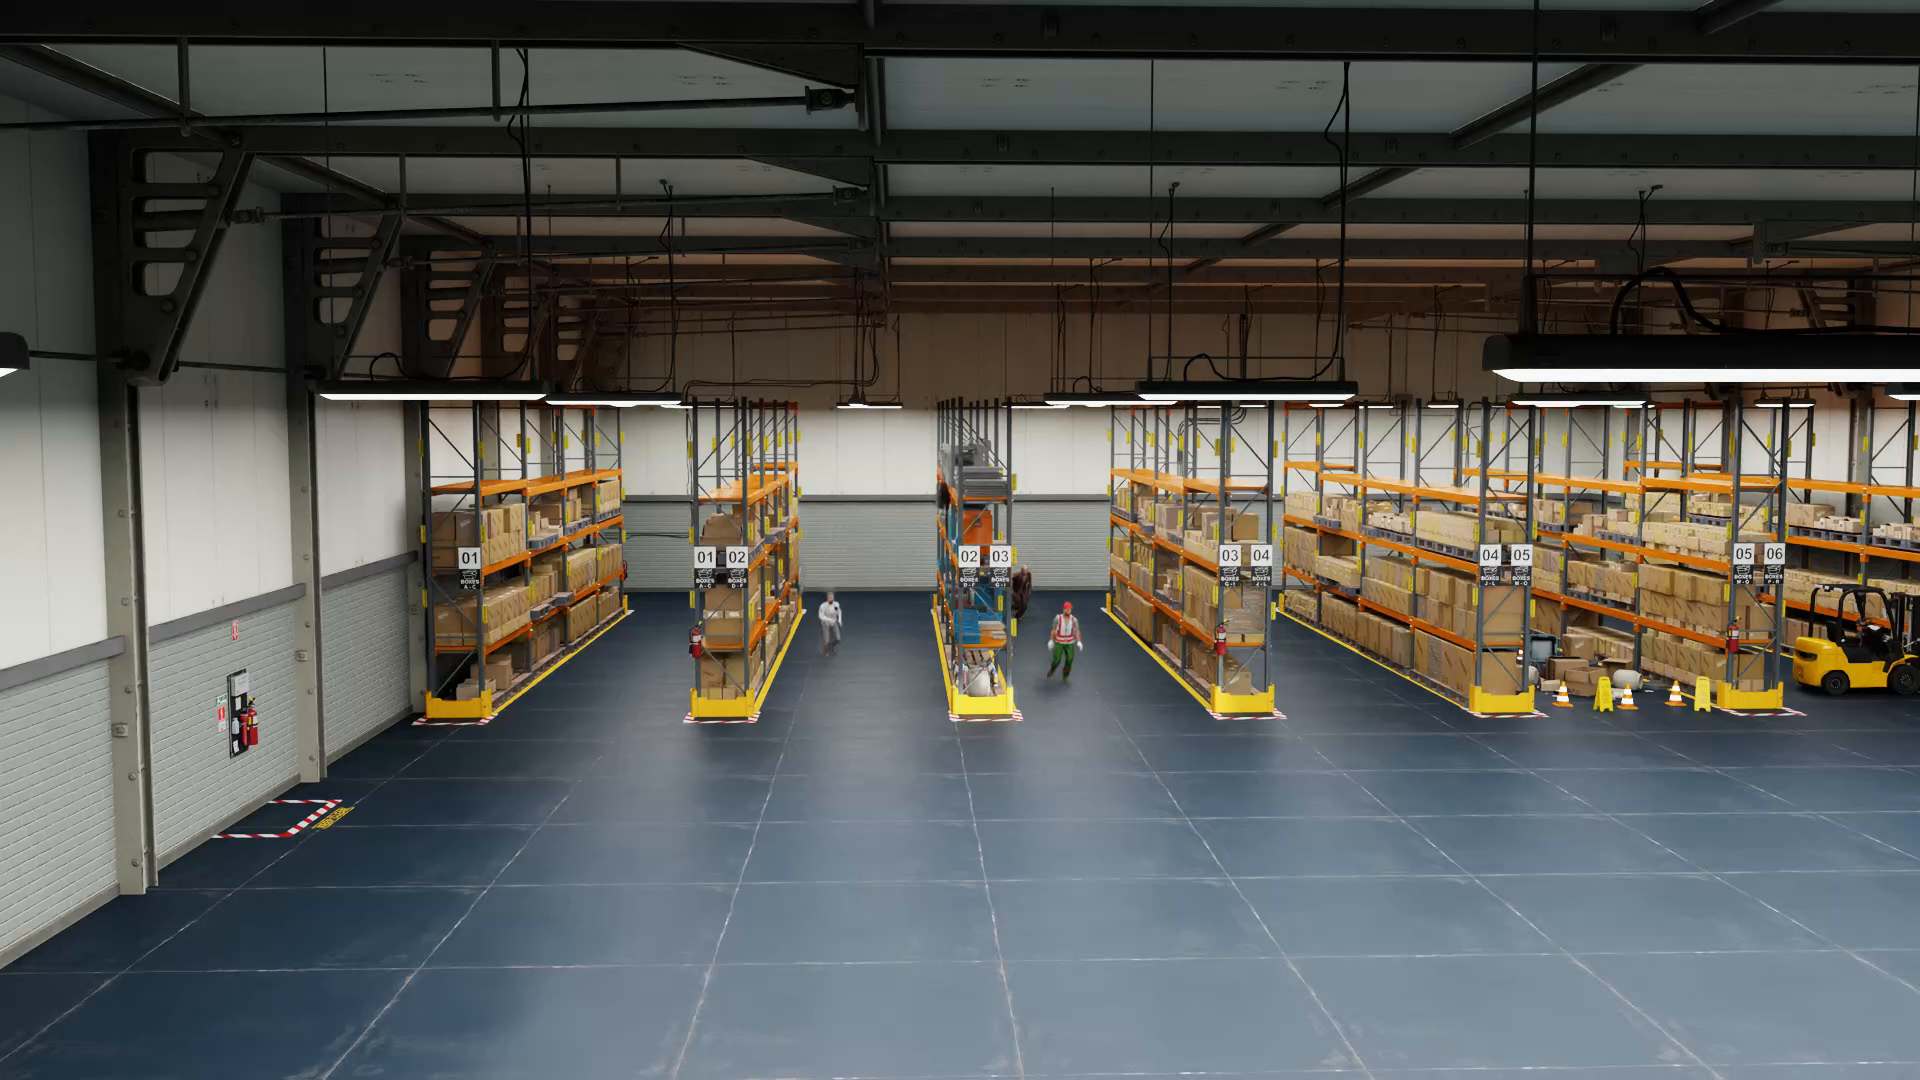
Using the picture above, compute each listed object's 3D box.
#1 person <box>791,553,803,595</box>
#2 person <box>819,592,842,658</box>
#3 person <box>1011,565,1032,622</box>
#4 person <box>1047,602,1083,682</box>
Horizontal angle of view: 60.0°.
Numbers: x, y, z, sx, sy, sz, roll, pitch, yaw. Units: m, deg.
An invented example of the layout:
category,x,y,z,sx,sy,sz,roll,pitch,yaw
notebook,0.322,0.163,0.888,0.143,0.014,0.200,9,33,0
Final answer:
category,x,y,z,sx,sy,sz,roll,pitch,yaw
person,-4.823,1.186,48.338,0.505,1.625,0.578,0,4,3
person,-2.998,1.964,38.525,0.607,1.579,0.749,-2,5,-23
person,1.579,1.446,45.311,0.727,1.584,0.946,-2,5,-24
person,2.195,2.145,35.004,0.697,1.712,0.639,-1,4,-8
